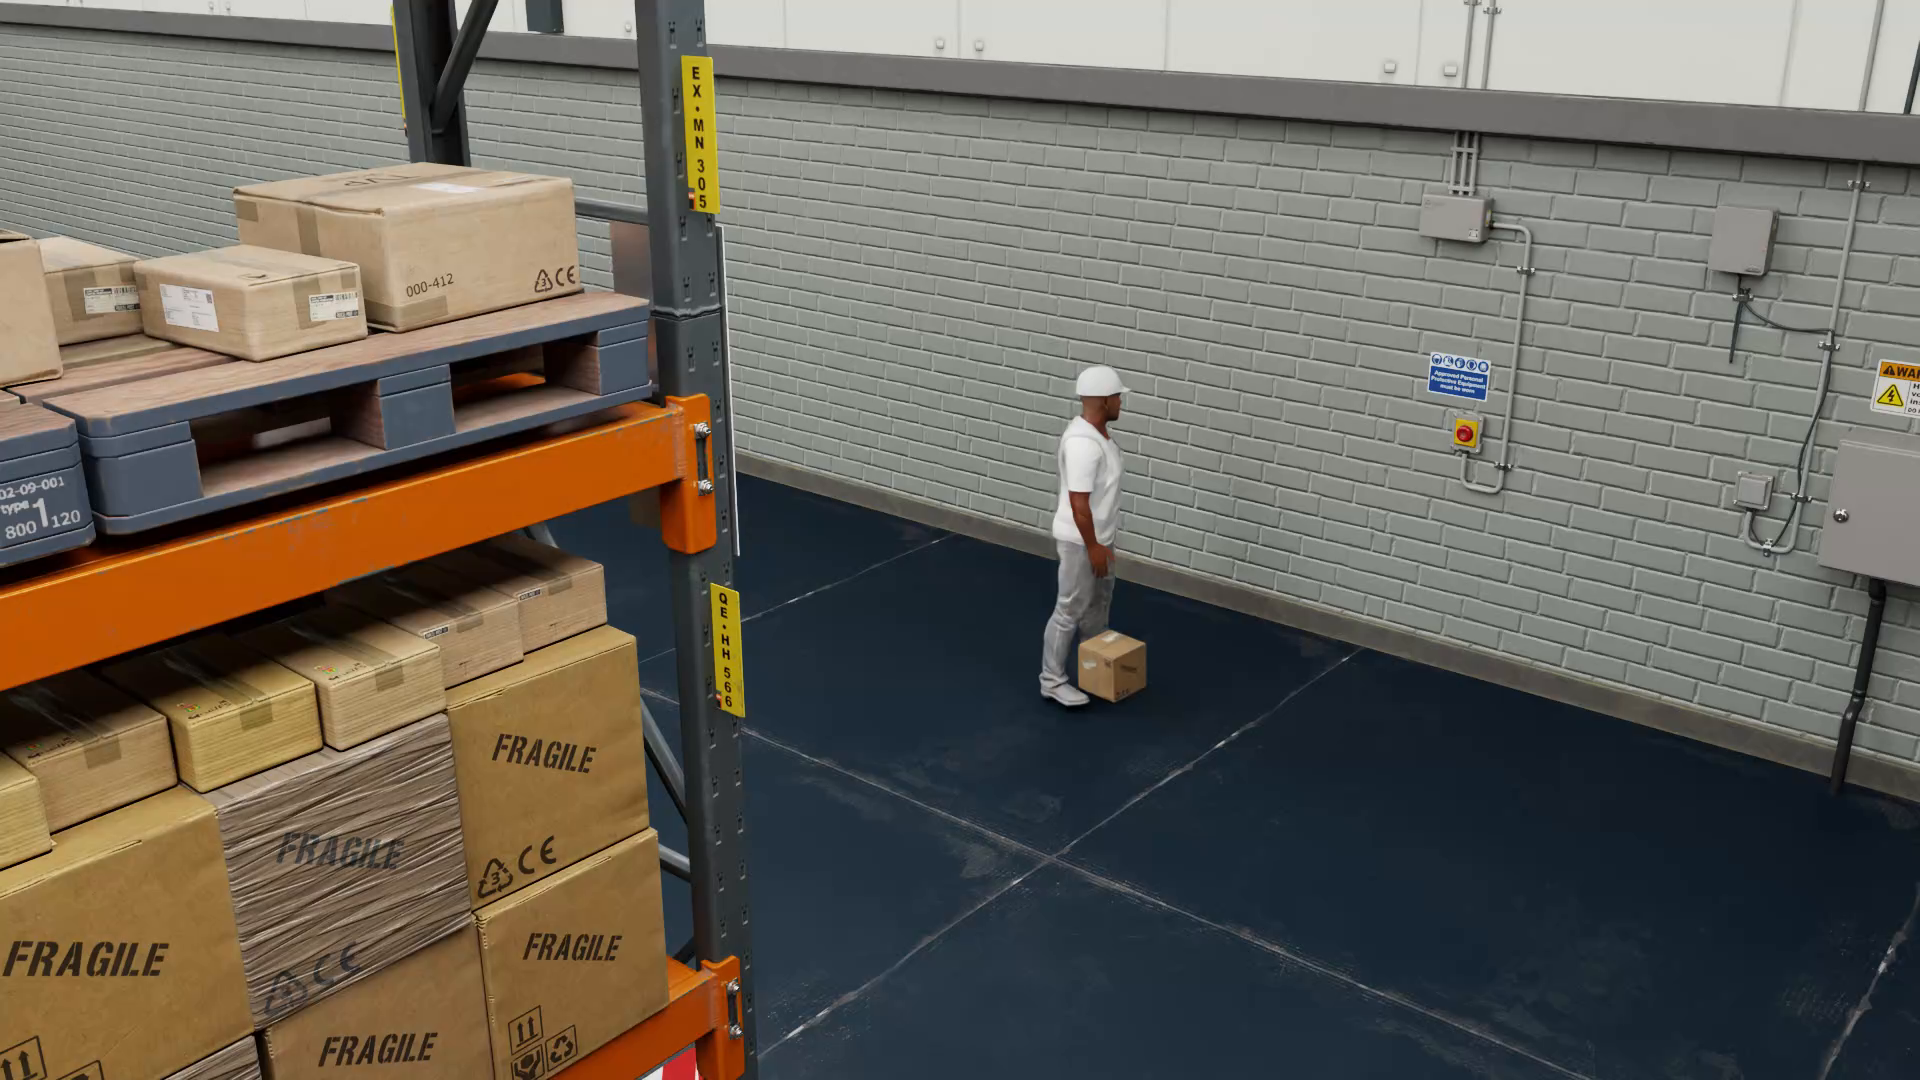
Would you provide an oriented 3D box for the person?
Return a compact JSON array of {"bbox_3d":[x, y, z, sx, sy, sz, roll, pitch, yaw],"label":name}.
[{"bbox_3d":[0.688,-0.022,8.576,0.515,1.772,0.575,5,21,13],"label":"person"}]
